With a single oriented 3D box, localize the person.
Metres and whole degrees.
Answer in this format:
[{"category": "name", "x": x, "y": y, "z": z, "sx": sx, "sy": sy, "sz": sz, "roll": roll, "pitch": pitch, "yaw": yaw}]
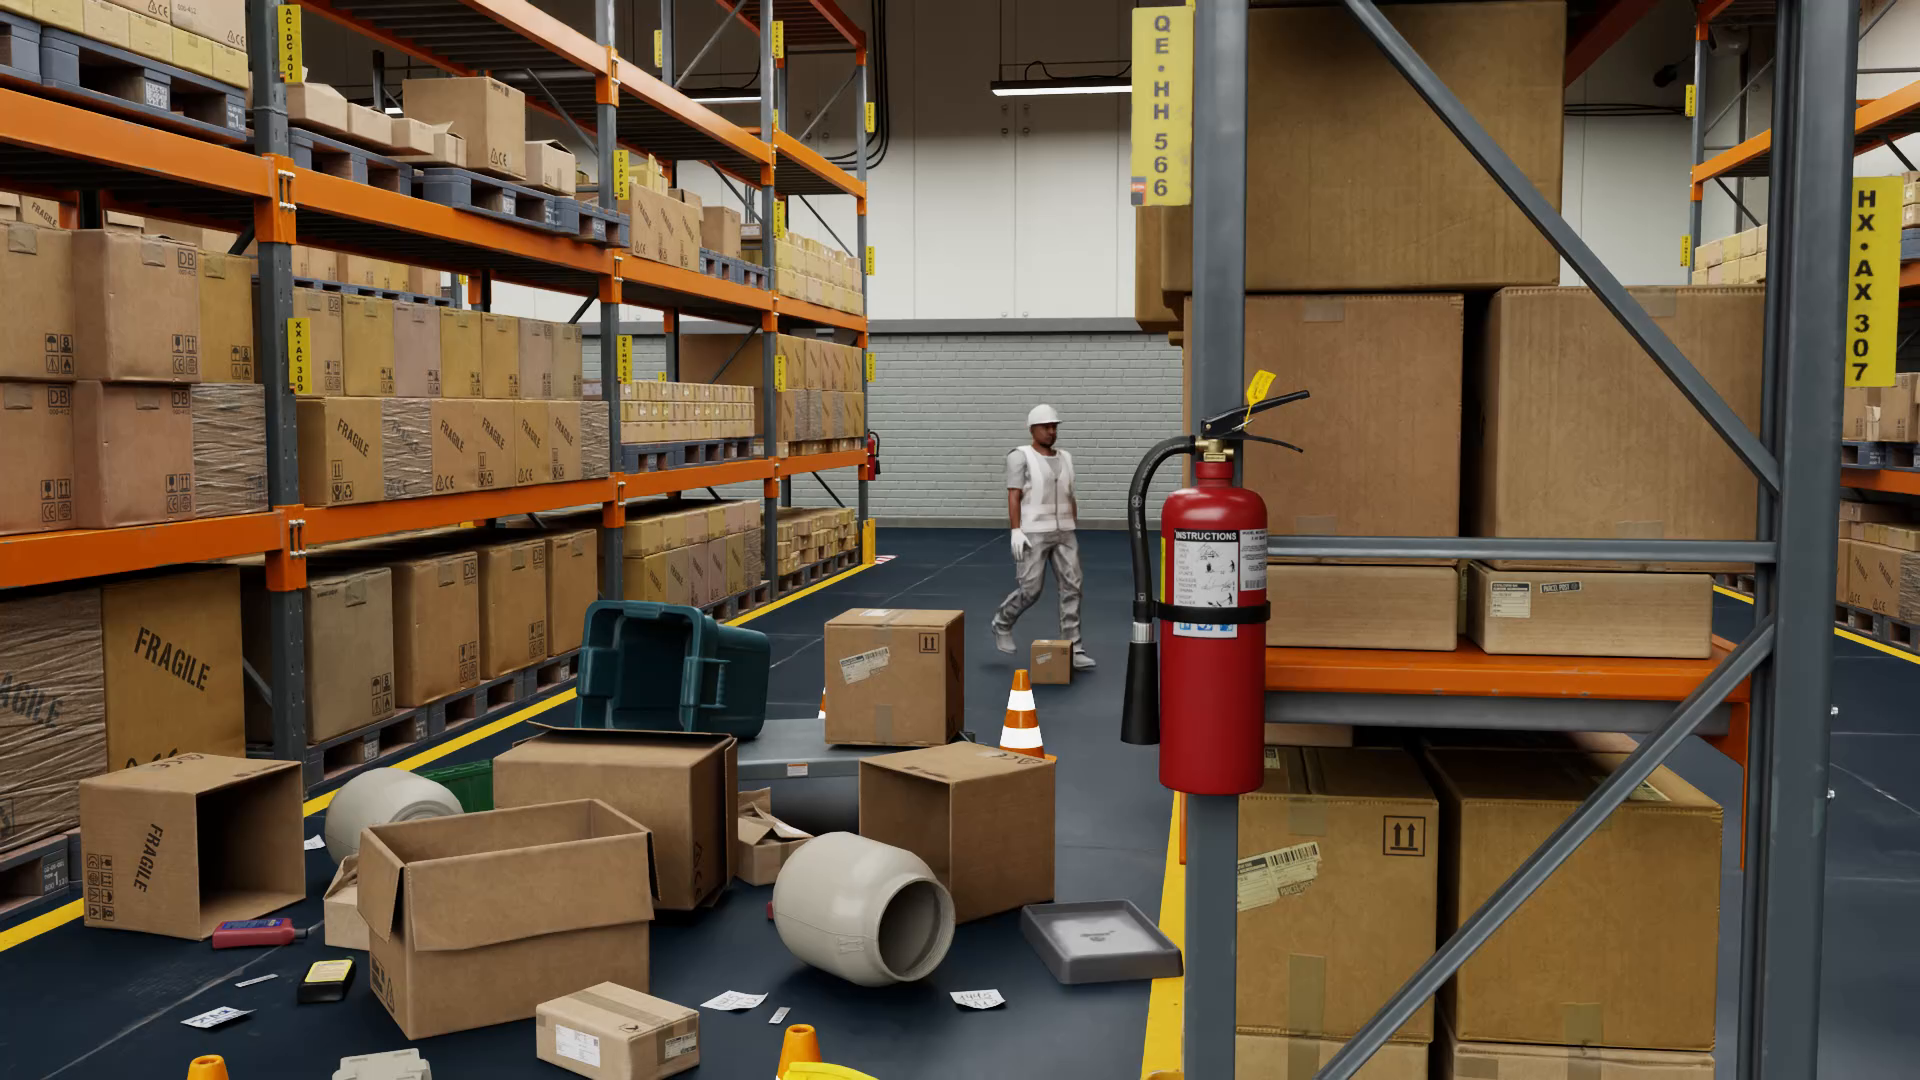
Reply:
[{"category": "person", "x": 0.626, "y": -0.032, "z": 11.214, "sx": 0.619, "sy": 1.779, "sz": 0.610, "roll": -2, "pitch": 5, "yaw": -21}]
